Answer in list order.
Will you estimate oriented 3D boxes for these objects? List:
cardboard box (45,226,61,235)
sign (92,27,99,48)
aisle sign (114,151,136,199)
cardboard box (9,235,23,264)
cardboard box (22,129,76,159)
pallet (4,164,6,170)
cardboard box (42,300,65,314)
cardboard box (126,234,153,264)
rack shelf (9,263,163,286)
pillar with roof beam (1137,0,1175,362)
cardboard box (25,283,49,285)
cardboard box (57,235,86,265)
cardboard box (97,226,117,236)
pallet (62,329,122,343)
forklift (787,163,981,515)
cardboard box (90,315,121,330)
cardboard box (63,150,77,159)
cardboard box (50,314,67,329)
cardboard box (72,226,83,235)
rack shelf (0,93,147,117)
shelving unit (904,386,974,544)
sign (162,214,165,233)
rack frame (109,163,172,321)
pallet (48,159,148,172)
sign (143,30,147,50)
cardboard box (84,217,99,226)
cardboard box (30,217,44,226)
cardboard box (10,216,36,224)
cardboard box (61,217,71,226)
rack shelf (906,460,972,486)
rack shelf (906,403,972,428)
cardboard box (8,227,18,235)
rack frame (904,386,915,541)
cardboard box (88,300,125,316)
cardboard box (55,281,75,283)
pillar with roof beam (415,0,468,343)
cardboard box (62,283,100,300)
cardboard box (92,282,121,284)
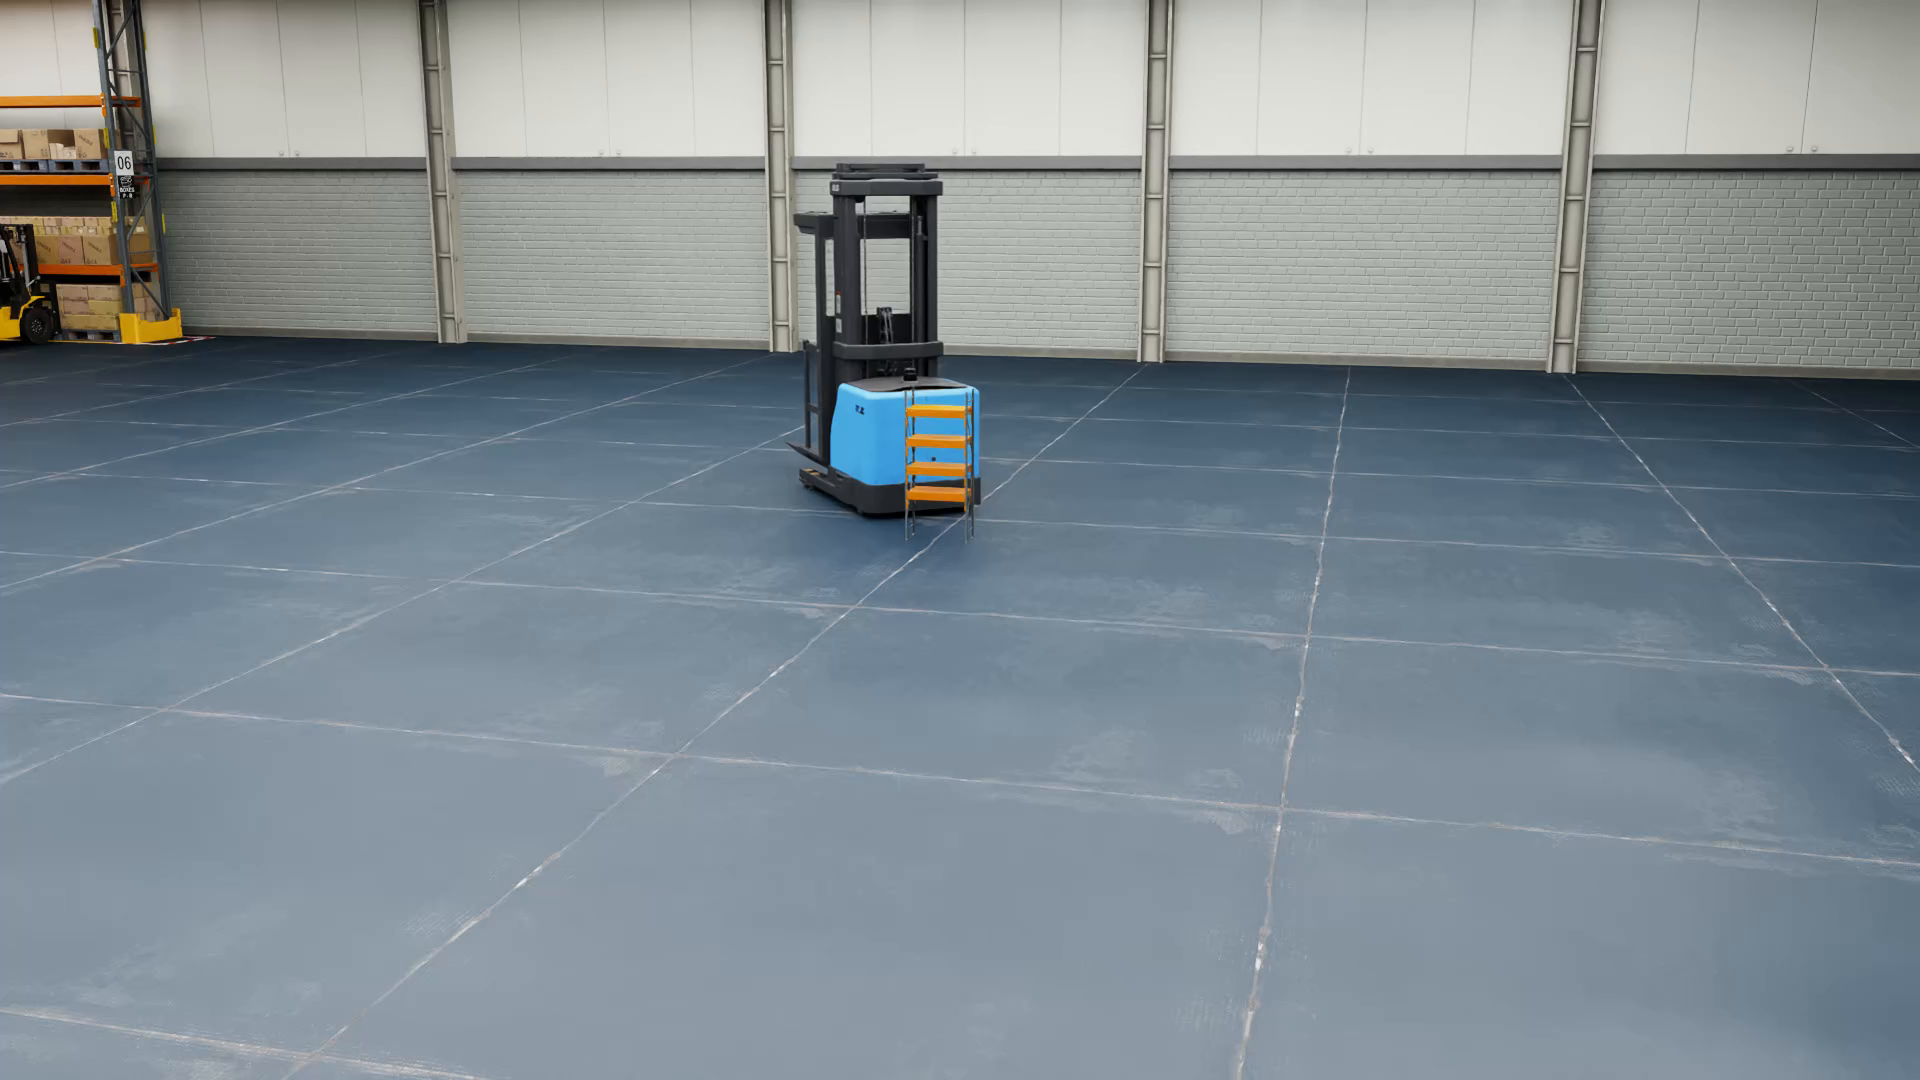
[{"bbox_3d":[-15.462,-5.322,28.565,0.250,0.149,0.380,3,13,12],"label":"cardboard box"},{"bbox_3d":[-14.201,-8.255,27.324,0.005,0.325,0.100,3,13,14],"label":"sign"},{"bbox_3d":[-14.064,-6.148,28.019,0.004,0.787,0.394,3,13,14],"label":"aisle sign"},{"bbox_3d":[-16.088,-5.043,28.806,0.500,0.500,0.500,3,13,14],"label":"cardboard box"},{"bbox_3d":[-15.516,-6.757,28.409,0.500,0.500,0.700,3,13,14],"label":"cardboard box"},{"bbox_3d":[-17.107,-6.534,29.040,1.213,0.211,1.003,3,13,14],"label":"pallet"},{"bbox_3d":[-15.595,-4.061,28.838,0.500,0.250,0.500,3,13,12],"label":"cardboard box"},{"bbox_3d":[-14.472,-5.077,28.963,0.500,0.500,0.500,3,13,15],"label":"cardboard box"},{"bbox_3d":[-15.999,-4.697,29.140,4.000,0.370,1.077,3,13,14],"label":"rack shelf"},{"bbox_3d":[1.927,-6.259,20.671,0.400,9.000,9.100,3,13,14],"label":"pillar with roof beam"},{"bbox_3d":[-16.059,-4.331,28.899,0.500,0.250,0.500,3,13,12],"label":"cardboard box"},{"bbox_3d":[-15.100,-4.992,28.580,0.500,0.500,0.500,3,13,15],"label":"cardboard box"},{"bbox_3d":[-14.461,-5.269,28.329,0.250,0.149,0.380,3,13,14],"label":"cardboard box"},{"bbox_3d":[-14.810,-3.614,29.035,1.213,0.211,1.003,3,13,14],"label":"pallet"},{"bbox_3d":[-0.848,-1.920,15.123,1.130,2.935,3.031,-5,13,-22],"label":"forklift"},{"bbox_3d":[-14.589,-3.765,28.657,0.500,0.250,0.500,3,13,14],"label":"cardboard box"},{"bbox_3d":[-14.935,-6.519,28.146,0.250,0.149,0.380,3,13,12],"label":"cardboard box"},{"bbox_3d":[-15.553,-3.821,28.908,0.500,0.250,0.500,3,13,14],"label":"cardboard box"},{"bbox_3d":[-14.954,-5.302,28.479,0.250,0.149,0.380,3,13,15],"label":"cardboard box"},{"bbox_3d":[-15.999,-7.431,28.534,4.000,0.370,1.077,3,13,14],"label":"rack shelf"},{"bbox_3d":[-0.161,-0.594,13.143,0.503,1.200,0.258,3,13,14],"label":"shelving unit"},{"bbox_3d":[-13.919,-5.522,29.017,0.005,0.325,0.100,3,13,14],"label":"sign"},{"bbox_3d":[-14.057,-4.944,28.594,0.127,3.000,1.000,3,13,14],"label":"rack frame"},{"bbox_3d":[-14.738,-6.408,28.469,1.213,0.211,1.003,3,13,14],"label":"pallet"},{"bbox_3d":[-13.918,-8.523,28.351,0.005,0.325,0.100,3,13,14],"label":"sign"},{"bbox_3d":[-14.703,-5.436,28.393,0.250,0.149,0.380,3,13,14],"label":"cardboard box"},{"bbox_3d":[-15.719,-5.475,28.568,0.250,0.149,0.380,3,13,15],"label":"cardboard box"},{"bbox_3d":[-16.187,-5.524,28.793,0.250,0.149,0.380,3,13,14],"label":"cardboard box"},{"bbox_3d":[-15.187,-5.472,28.557,0.250,0.149,0.380,3,13,14],"label":"cardboard box"},{"bbox_3d":[-0.161,-0.529,13.157,0.480,0.148,0.258,3,13,14],"label":"rack shelf"},{"bbox_3d":[-0.161,-0.978,13.057,0.480,0.148,0.258,3,13,14],"label":"rack shelf"},{"bbox_3d":[-16.198,-5.361,28.744,0.250,0.149,0.380,3,13,12],"label":"cardboard box"},{"bbox_3d":[-0.398,-0.607,13.200,0.015,1.200,0.240,3,13,14],"label":"rack frame"},{"bbox_3d":[-14.605,-4.011,28.610,0.500,0.250,0.500,3,13,13],"label":"cardboard box"},{"bbox_3d":[-15.943,-4.441,29.397,0.500,0.250,0.500,3,13,12],"label":"cardboard box"},{"bbox_3d":[-9.724,-6.882,23.478,0.400,9.000,9.100,3,13,14],"label":"pillar with roof beam"},{"bbox_3d":[-15.076,-4.279,28.664,0.500,0.250,0.500,3,13,15],"label":"cardboard box"},{"bbox_3d":[-14.965,-4.385,29.144,0.500,0.250,0.500,3,13,14],"label":"cardboard box"}]
